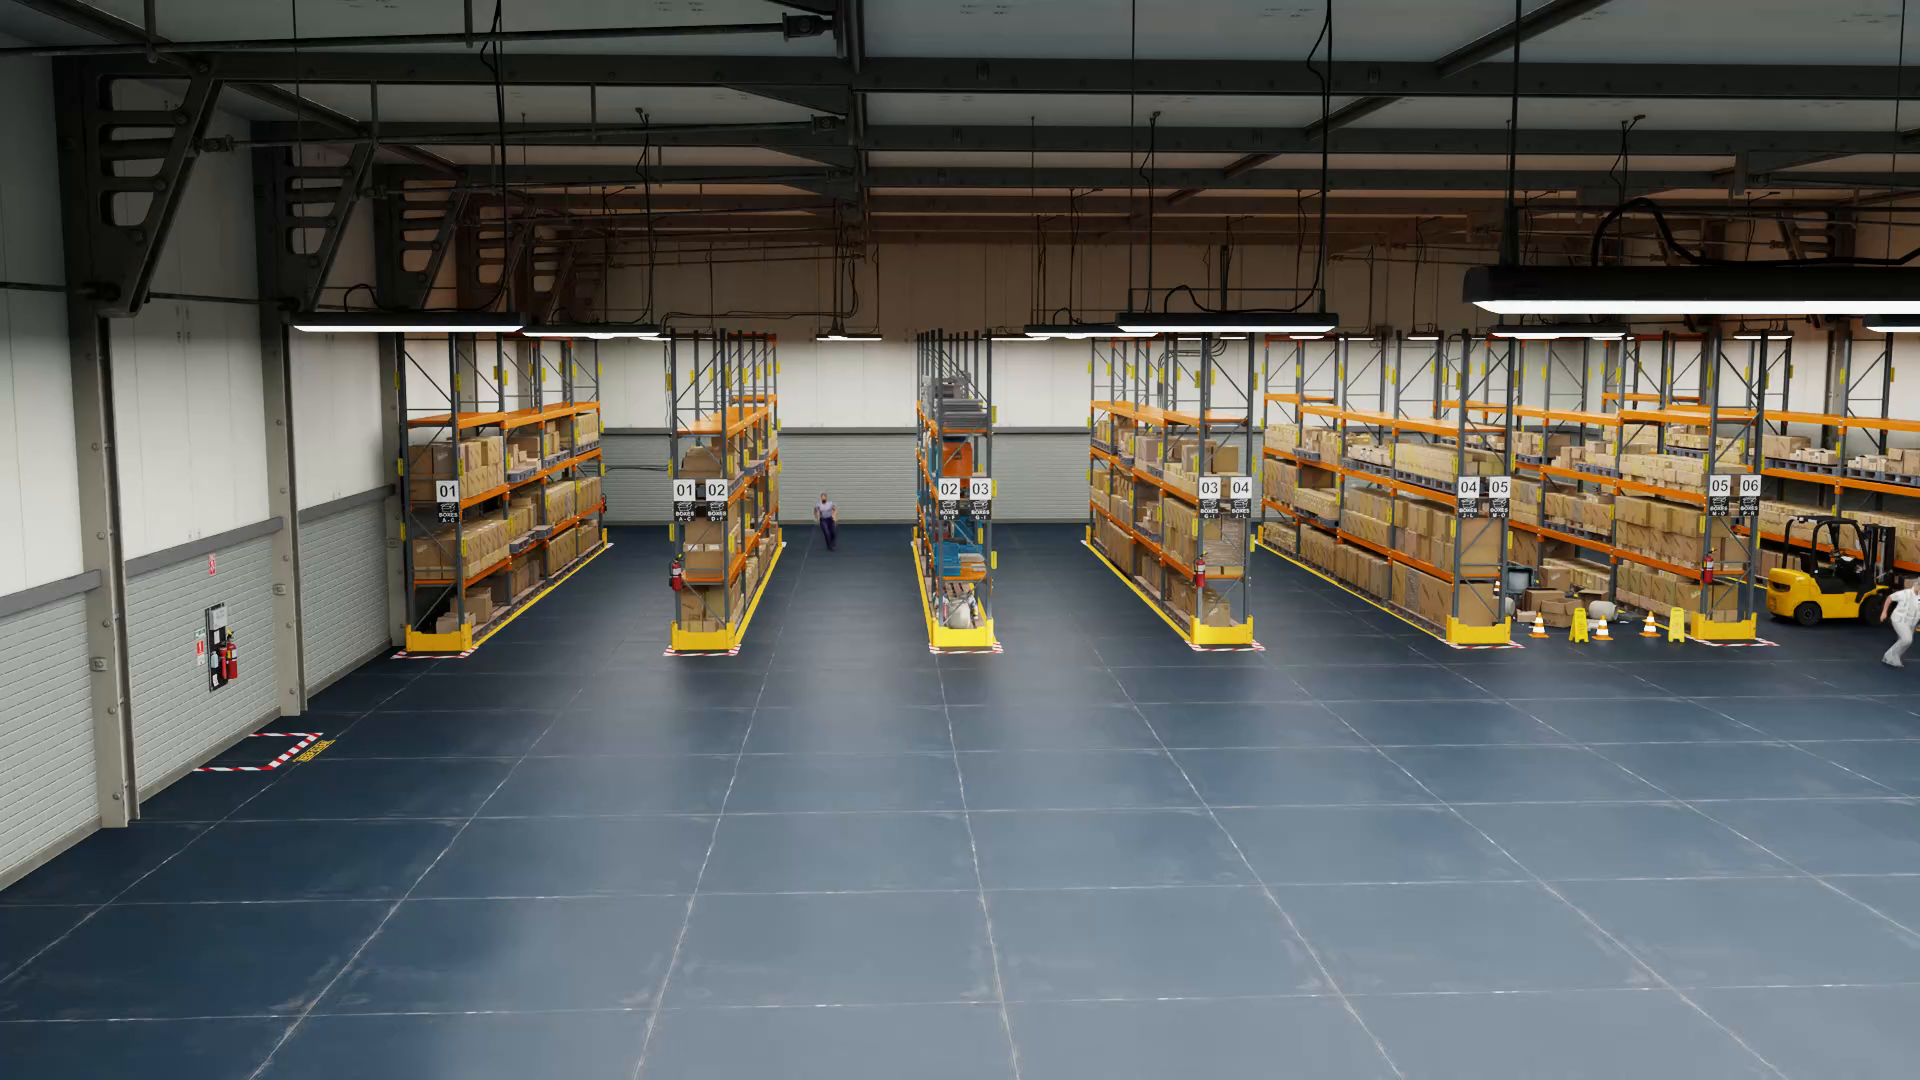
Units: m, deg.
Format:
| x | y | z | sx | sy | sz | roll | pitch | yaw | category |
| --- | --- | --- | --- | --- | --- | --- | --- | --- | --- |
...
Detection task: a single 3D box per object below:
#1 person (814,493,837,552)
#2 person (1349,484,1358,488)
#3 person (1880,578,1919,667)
| x | y | z | sx | sy | sz | roll | pitch | yaw | category |
| --- | --- | --- | --- | --- | --- | --- | --- | --- | --- |
| -3.723 | -0.493 | 46.195 | 0.655 | 1.580 | 0.754 | -1 | 7 | -12 | person |
| 11.666 | -0.840 | 49.014 | 0.552 | 1.627 | 0.629 | -1 | 7 | -10 | person |
| 16.739 | 1.446 | 29.361 | 0.671 | 1.625 | 0.970 | -2 | 7 | -14 | person |
